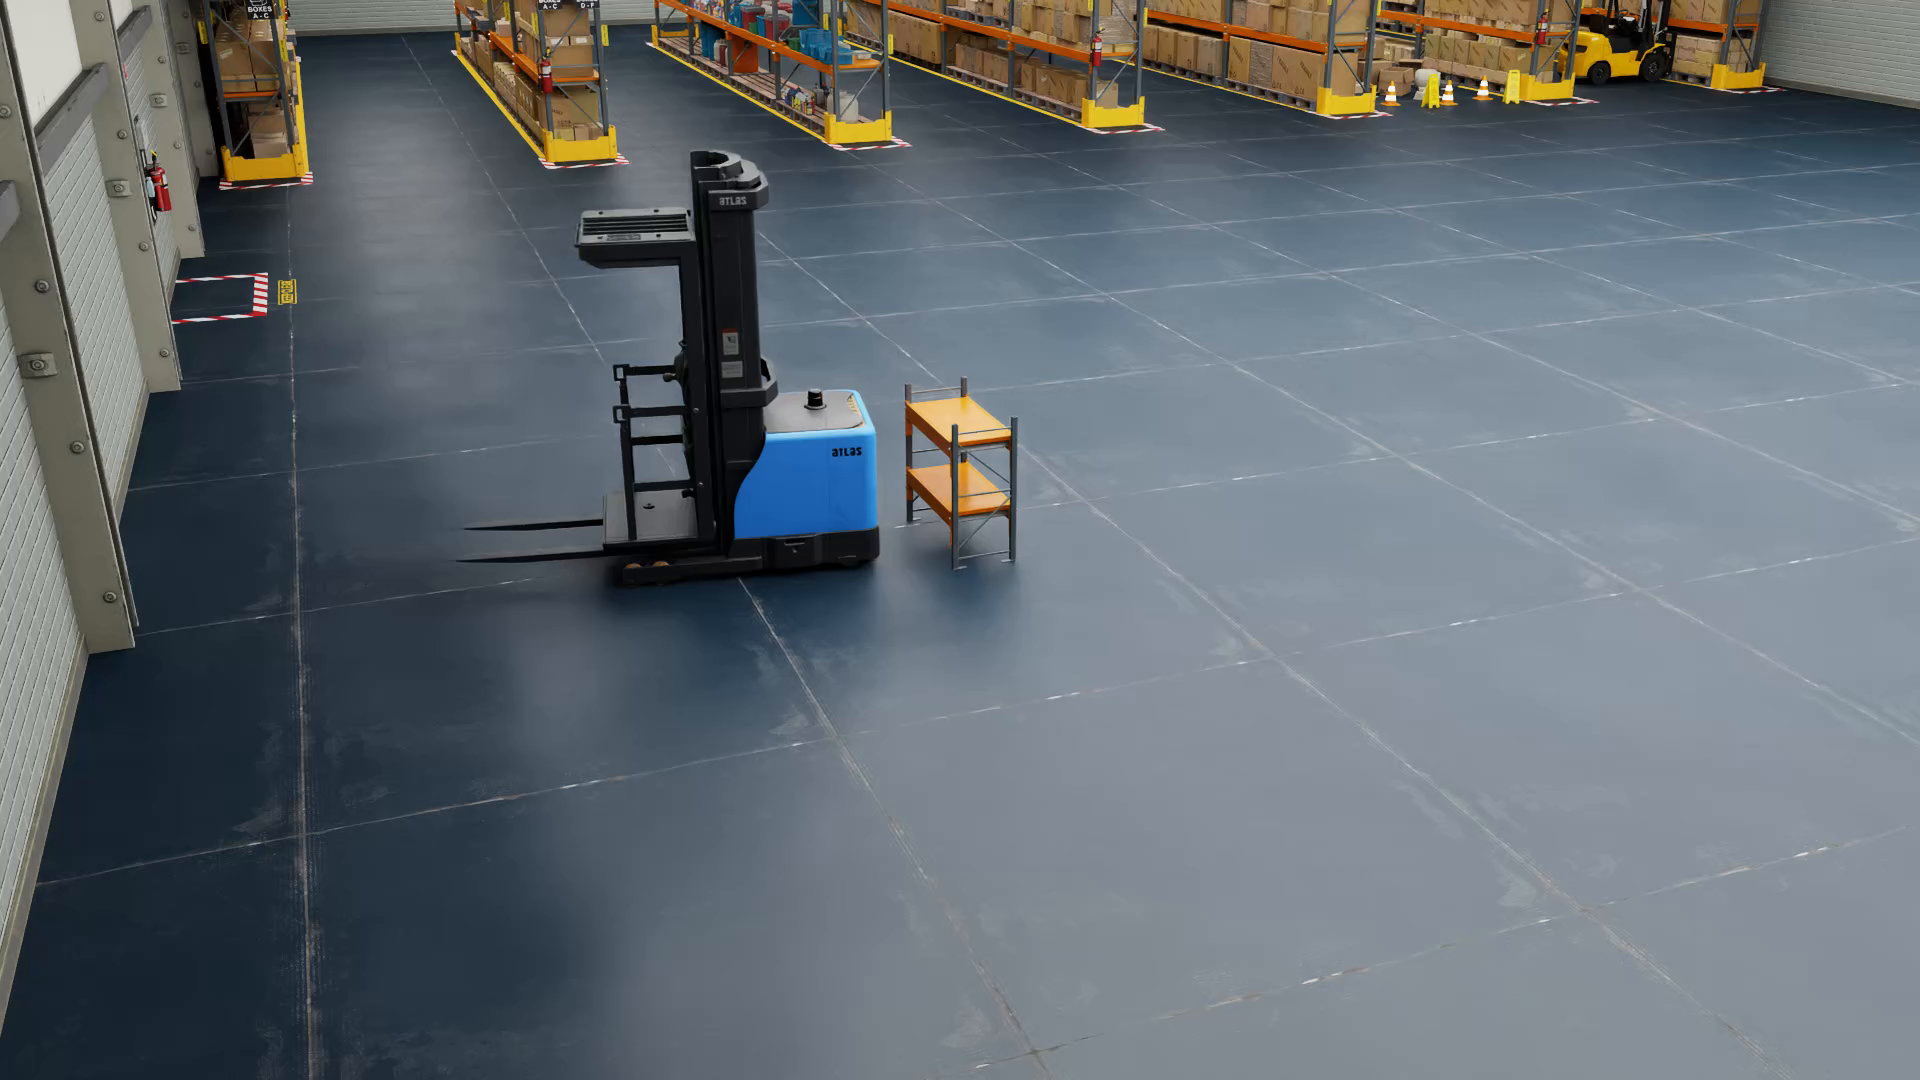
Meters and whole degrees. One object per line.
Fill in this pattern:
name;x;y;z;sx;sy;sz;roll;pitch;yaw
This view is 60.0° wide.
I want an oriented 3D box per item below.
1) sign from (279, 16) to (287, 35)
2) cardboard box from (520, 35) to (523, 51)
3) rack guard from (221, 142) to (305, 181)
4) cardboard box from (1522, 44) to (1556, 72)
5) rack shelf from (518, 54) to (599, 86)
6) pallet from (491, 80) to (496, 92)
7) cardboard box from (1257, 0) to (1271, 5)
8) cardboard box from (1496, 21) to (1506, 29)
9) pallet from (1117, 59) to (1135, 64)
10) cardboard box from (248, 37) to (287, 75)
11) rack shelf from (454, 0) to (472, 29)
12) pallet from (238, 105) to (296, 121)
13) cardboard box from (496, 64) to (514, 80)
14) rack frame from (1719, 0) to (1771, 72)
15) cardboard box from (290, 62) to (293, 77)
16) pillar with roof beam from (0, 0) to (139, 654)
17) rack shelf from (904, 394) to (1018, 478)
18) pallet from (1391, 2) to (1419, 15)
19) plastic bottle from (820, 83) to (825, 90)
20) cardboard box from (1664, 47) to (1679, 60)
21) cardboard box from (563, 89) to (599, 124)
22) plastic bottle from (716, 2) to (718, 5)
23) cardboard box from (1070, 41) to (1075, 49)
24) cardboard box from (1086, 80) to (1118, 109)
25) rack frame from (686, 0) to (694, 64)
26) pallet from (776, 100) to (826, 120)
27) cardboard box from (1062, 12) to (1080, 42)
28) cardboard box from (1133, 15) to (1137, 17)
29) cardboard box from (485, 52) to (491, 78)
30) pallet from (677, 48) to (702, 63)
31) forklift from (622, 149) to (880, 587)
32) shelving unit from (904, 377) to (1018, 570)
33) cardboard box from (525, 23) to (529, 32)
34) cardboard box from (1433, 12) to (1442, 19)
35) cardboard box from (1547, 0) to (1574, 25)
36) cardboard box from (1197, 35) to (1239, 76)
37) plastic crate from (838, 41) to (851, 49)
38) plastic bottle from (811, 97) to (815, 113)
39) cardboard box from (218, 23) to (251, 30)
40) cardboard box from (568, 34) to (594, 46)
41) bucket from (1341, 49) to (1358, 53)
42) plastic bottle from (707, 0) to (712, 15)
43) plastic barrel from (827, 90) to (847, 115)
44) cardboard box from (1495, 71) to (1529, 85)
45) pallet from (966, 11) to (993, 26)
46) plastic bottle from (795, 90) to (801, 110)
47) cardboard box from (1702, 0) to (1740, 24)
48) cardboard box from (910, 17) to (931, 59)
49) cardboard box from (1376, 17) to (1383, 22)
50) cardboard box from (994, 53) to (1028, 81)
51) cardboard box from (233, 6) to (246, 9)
sign;-11.916;-9.053;29.254;0.100;0.325;0.005;-8;24;-19
cardboard box;-8.002;-9.362;31.294;0.500;0.250;0.500;-7;24;-16
rack guard;-11.034;-6.000;26.341;1.175;0.500;0.348;-8;24;-19
cardboard box;12.130;-10.134;34.966;0.500;0.500;0.500;-9;25;-21
rack shelf;-7.081;-8.290;29.232;0.919;0.124;3.809;-8;24;-19
pallet;-9.429;-9.703;35.500;1.003;0.211;1.213;-8;24;-19
cardboard box;6.621;-11.289;34.089;0.875;0.550;0.550;-8;24;-19
cardboard box;11.450;-10.776;34.777;0.380;0.149;0.250;-8;24;-18
pallet;4.469;-11.713;40.267;1.003;0.211;1.213;-8;24;-19
cardboard box;-10.895;-7.624;26.179;0.500;0.500;0.500;-8;24;-19
rack shelf;-11.320;-12.560;39.615;1.077;0.370;4.000;-8;24;-19
pallet;-13.132;-8.019;31.504;1.003;0.211;1.213;-8;24;-19
cardboard box;-9.097;-9.476;33.649;0.500;0.311;0.500;-9;24;-20
rack frame;16.808;-11.205;35.473;1.000;3.000;0.127;-8;24;-19
cardboard box;-14.579;-10.146;35.188;0.750;0.750;0.750;-8;24;-17
pillar with roof beam;-1.678;-4.074;10.831;9.100;9.000;0.400;-8;24;-19
rack shelf;-0.002;-0.791;12.424;0.538;0.278;1.000;-8;24;-19
pallet;12.518;-13.660;39.611;5.918;1.713;3.919;-7;24;-17
plastic bottle;-2.655;-8.724;32.431;0.144;0.351;0.185;-9;24;-20
cardboard box;15.974;-10.864;37.020;0.500;0.250;0.500;-9;24;-20
cardboard box;-6.534;-7.484;28.678;0.500;0.500;0.500;-8;24;-19
plastic bottle;-5.442;-11.927;37.336;0.061;0.283;0.133;-8;24;-19
cardboard box;2.302;-9.390;31.490;0.380;0.149;0.250;-8;24;-19
cardboard box;2.689;-8.434;31.575;0.500;0.500;0.500;-4;23;-9
rack frame;-5.978;-12.843;39.360;1.000;3.000;0.127;-8;24;-19
pallet;-2.954;-8.402;32.413;1.003;0.211;1.213;-8;24;-19
cardboard box;2.437;-9.715;31.425;0.875;0.500;0.500;-8;24;-19
cardboard box;4.385;-12.750;40.851;0.500;0.250;0.500;-8;24;-19
cardboard box;-9.933;-10.258;35.879;0.500;0.500;0.500;-9;25;-21
pallet;-6.274;-11.820;40.523;1.003;0.211;1.213;-8;24;-19
forklift;-2.161;-1.236;11.908;3.031;2.935;1.130;-4;23;-10
shelving unit;-0.002;-0.521;12.537;0.538;1.125;1.048;-8;24;-19
cardboard box;-7.512;-9.108;29.534;0.380;0.149;0.250;-9;25;-21
cardboard box;10.701;-11.617;36.774;0.380;0.149;0.250;-8;24;-17
cardboard box;12.258;-10.916;34.275;0.500;0.500;0.500;-9;24;-20
cardboard box;5.854;-10.630;36.465;1.050;0.750;0.750;-8;24;-19
plastic crate;-2.342;-9.260;31.197;0.530;0.136;0.437;-8;24;-19
plastic bottle;-2.762;-8.152;31.159;0.061;0.283;0.133;-8;24;-19
cardboard box;-12.271;-8.475;28.198;0.500;0.500;0.500;-8;24;-19
cardboard box;-6.312;-8.322;27.669;0.380;0.149;0.250;-9;24;-19
bucket;8.362;-10.719;36.577;0.726;0.611;0.620;0;13;-1
plastic bottle;-5.641;-12.050;37.542;0.144;0.351;0.185;-8;24;-19
plastic barrel;-2.220;-7.941;30.391;0.421;0.512;0.421;0;23;0
cardboard box;11.620;-9.714;34.936;0.500;0.250;0.500;-8;24;-19
pallet;0.806;-11.268;35.868;1.003;0.211;1.213;-8;24;-19
plastic bottle;-3.039;-8.345;31.532;0.144;0.351;0.185;-9;24;-19
cardboard box;16.388;-11.394;35.792;0.500;0.500;0.500;-9;24;-20
cardboard box;-0.464;-11.863;39.228;1.225;0.875;0.875;-8;24;-19
cardboard box;11.971;-14.791;46.959;0.396;0.266;0.258;-7;24;-17
cardboard box;1.134;-10.069;35.429;0.700;0.500;0.500;-8;24;-19
cardboard box;-13.435;-9.911;31.707;0.700;0.500;0.500;-11;25;-24
